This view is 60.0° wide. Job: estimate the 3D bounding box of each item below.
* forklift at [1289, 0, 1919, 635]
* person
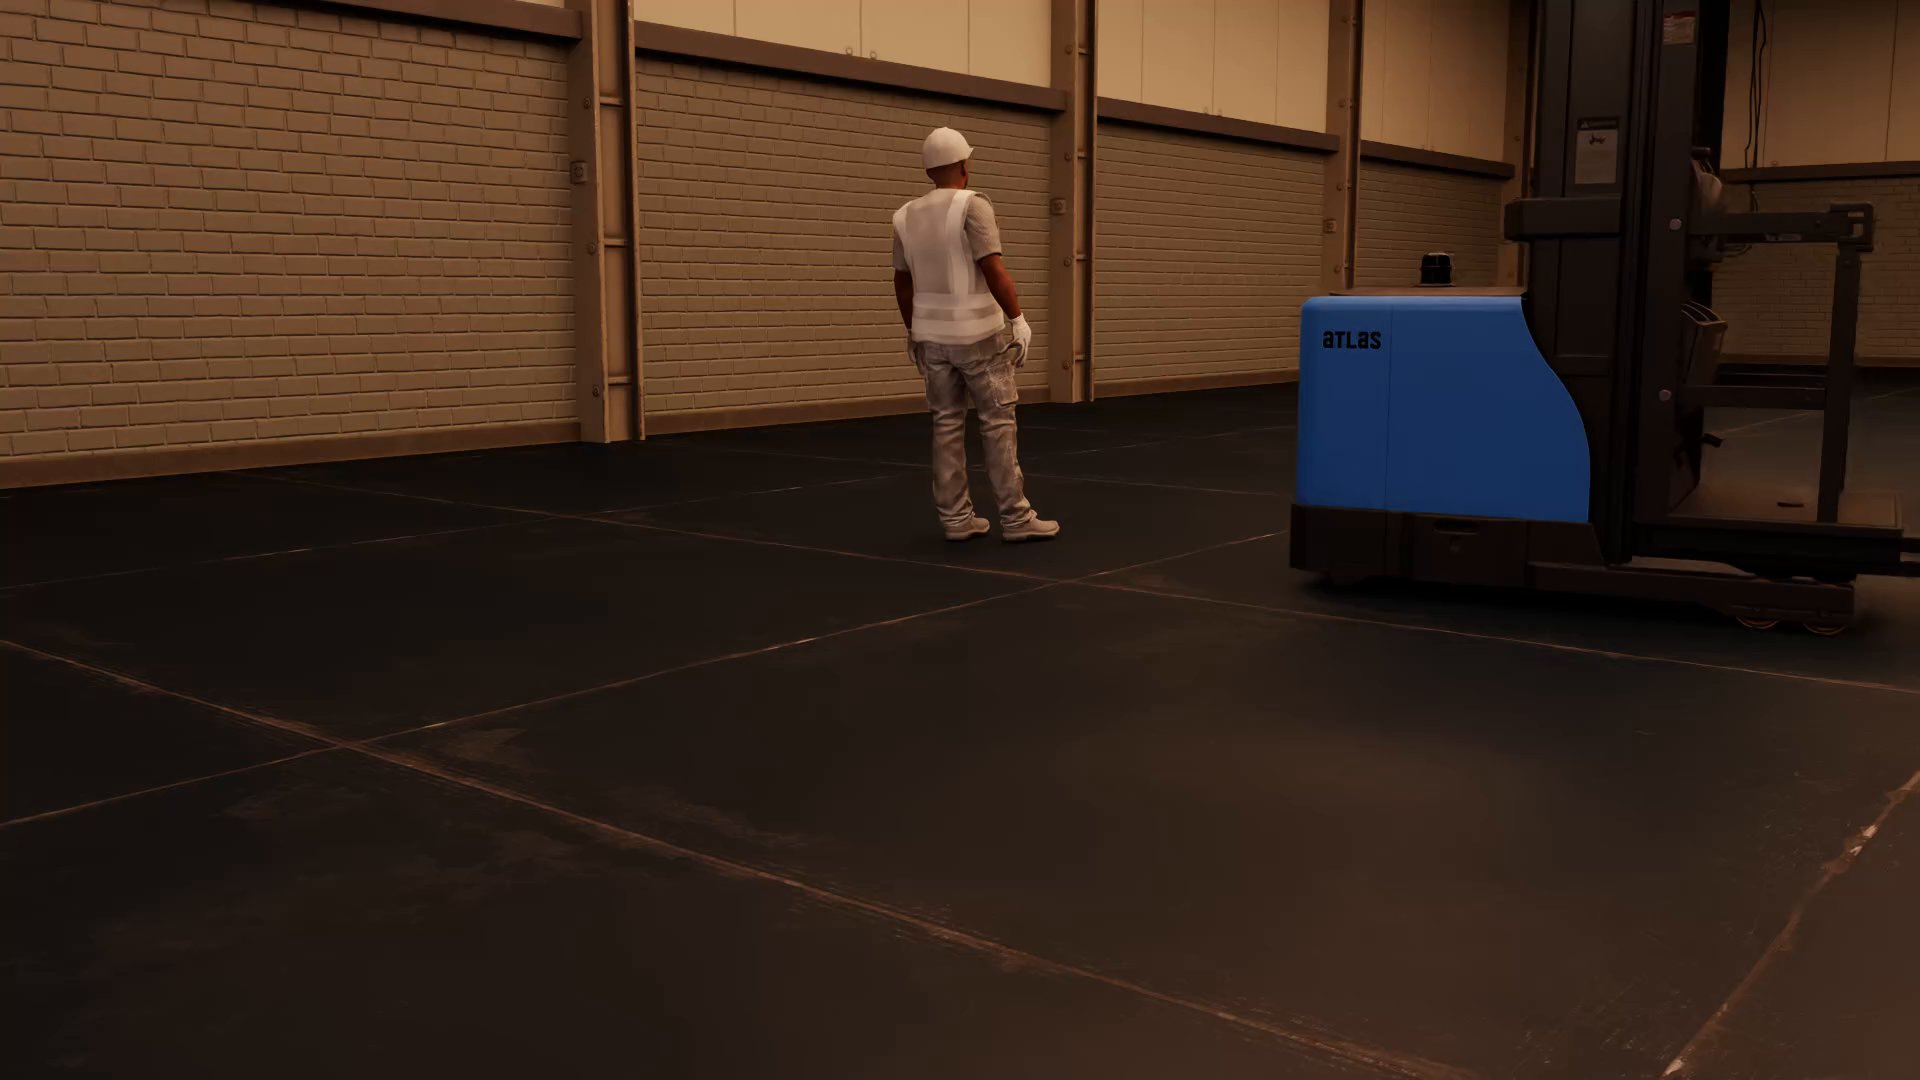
[{"bbox_3d":[2.776,-1.233,5.708,3.031,2.935,1.130,5,9,29],"label":"forklift"},{"bbox_3d":[0.052,-0.897,7.325,0.657,1.785,0.575,7,11,38],"label":"person"}]
